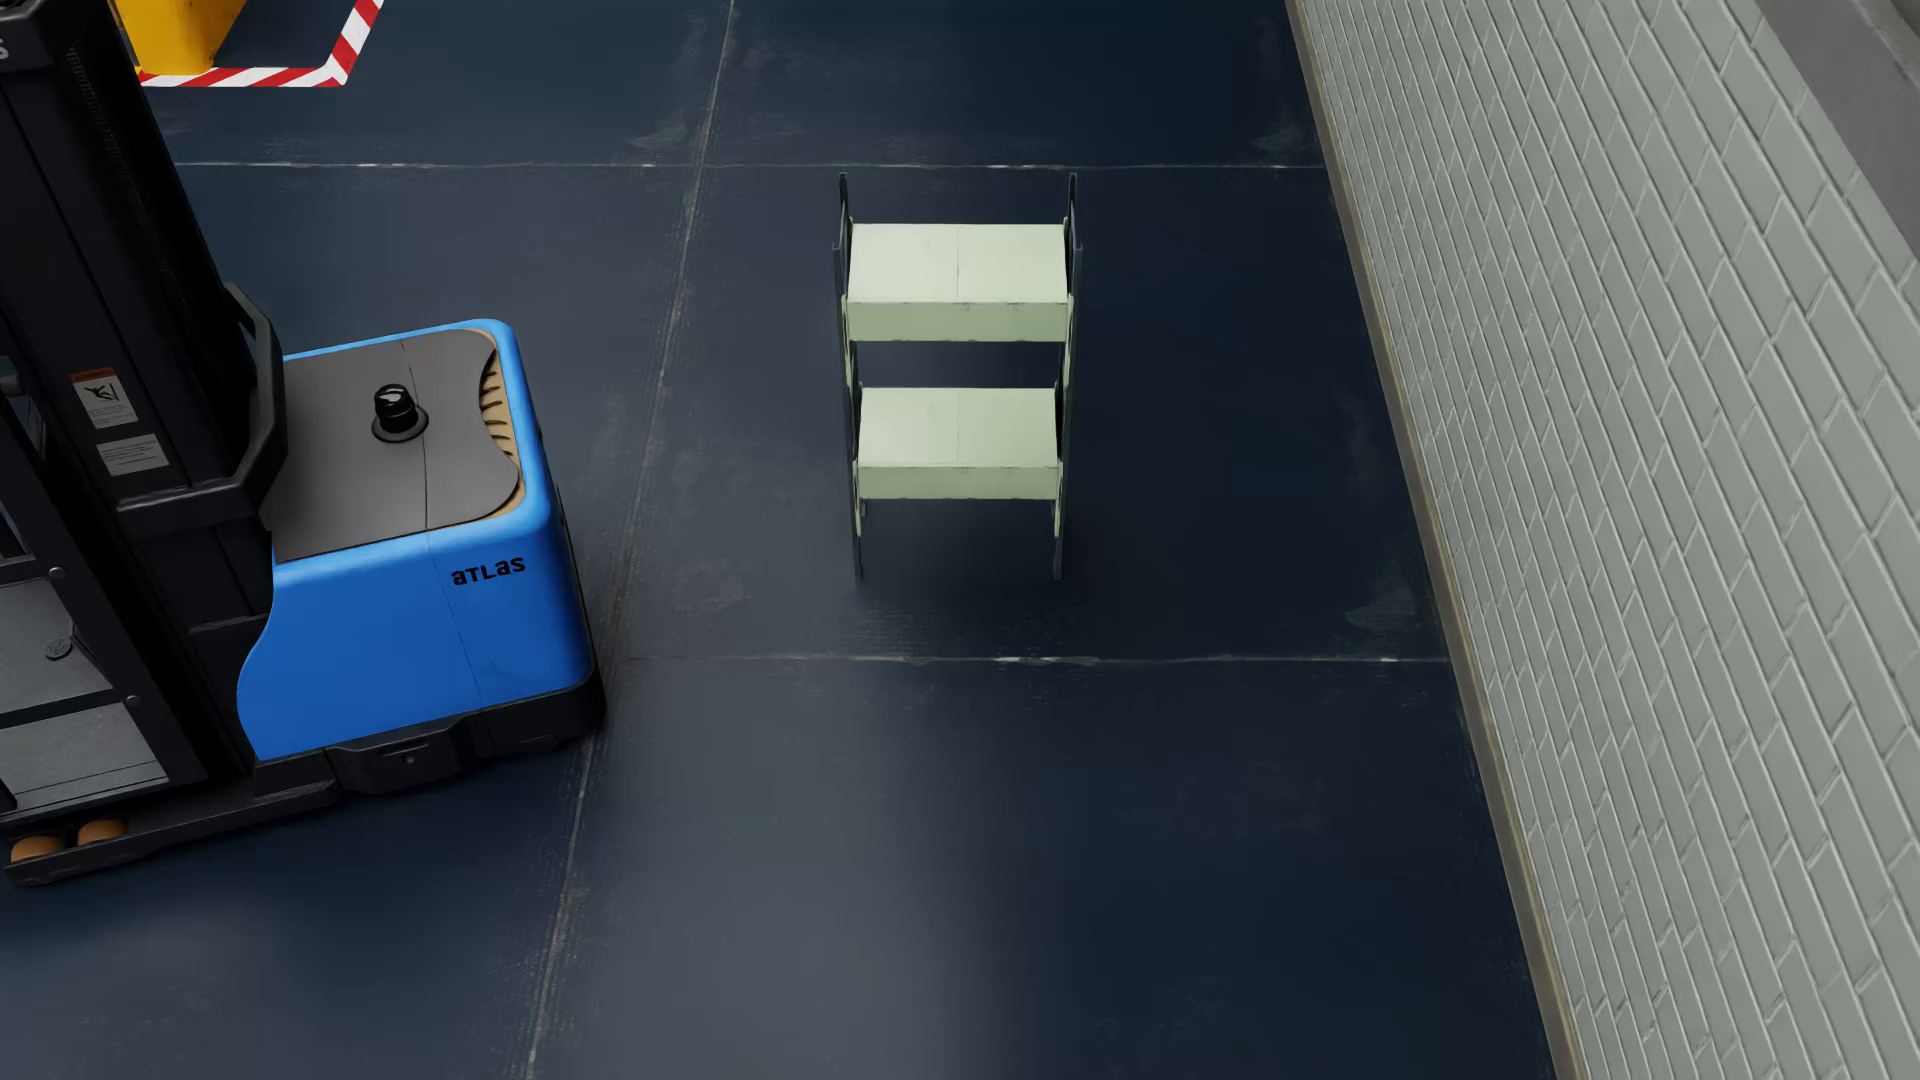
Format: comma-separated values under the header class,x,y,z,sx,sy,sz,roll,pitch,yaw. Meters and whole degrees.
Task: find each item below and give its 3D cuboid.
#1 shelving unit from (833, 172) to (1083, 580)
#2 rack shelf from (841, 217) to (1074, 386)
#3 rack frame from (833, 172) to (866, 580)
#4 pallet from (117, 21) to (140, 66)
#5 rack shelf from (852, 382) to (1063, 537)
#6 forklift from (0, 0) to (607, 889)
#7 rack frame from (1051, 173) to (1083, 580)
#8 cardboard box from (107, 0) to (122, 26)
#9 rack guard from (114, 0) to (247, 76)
class,x,y,z,sx,sy,sz,roll,pitch,yaw
shelving unit,-0.007,-0.511,5.701,0.755,1.500,0.431,0,47,0
rack shelf,-0.007,-0.777,5.415,0.720,0.370,0.431,0,47,0
rack frame,-0.373,-0.512,5.702,0.023,1.500,0.400,0,47,0
pallet,-4.794,-2.862,8.770,1.213,0.211,1.003,0,47,0
rack shelf,-0.007,-0.289,5.940,0.720,0.370,0.431,0,47,0
forklift,-2.769,-0.351,4.574,3.031,2.935,1.130,-13,48,-12
rack frame,0.359,-0.510,5.700,0.023,1.500,0.400,0,47,0
cardboard box,-4.466,-2.930,8.335,0.500,0.500,0.500,0,47,0
rack guard,-3.997,-2.959,8.663,0.348,0.500,1.175,0,47,0
